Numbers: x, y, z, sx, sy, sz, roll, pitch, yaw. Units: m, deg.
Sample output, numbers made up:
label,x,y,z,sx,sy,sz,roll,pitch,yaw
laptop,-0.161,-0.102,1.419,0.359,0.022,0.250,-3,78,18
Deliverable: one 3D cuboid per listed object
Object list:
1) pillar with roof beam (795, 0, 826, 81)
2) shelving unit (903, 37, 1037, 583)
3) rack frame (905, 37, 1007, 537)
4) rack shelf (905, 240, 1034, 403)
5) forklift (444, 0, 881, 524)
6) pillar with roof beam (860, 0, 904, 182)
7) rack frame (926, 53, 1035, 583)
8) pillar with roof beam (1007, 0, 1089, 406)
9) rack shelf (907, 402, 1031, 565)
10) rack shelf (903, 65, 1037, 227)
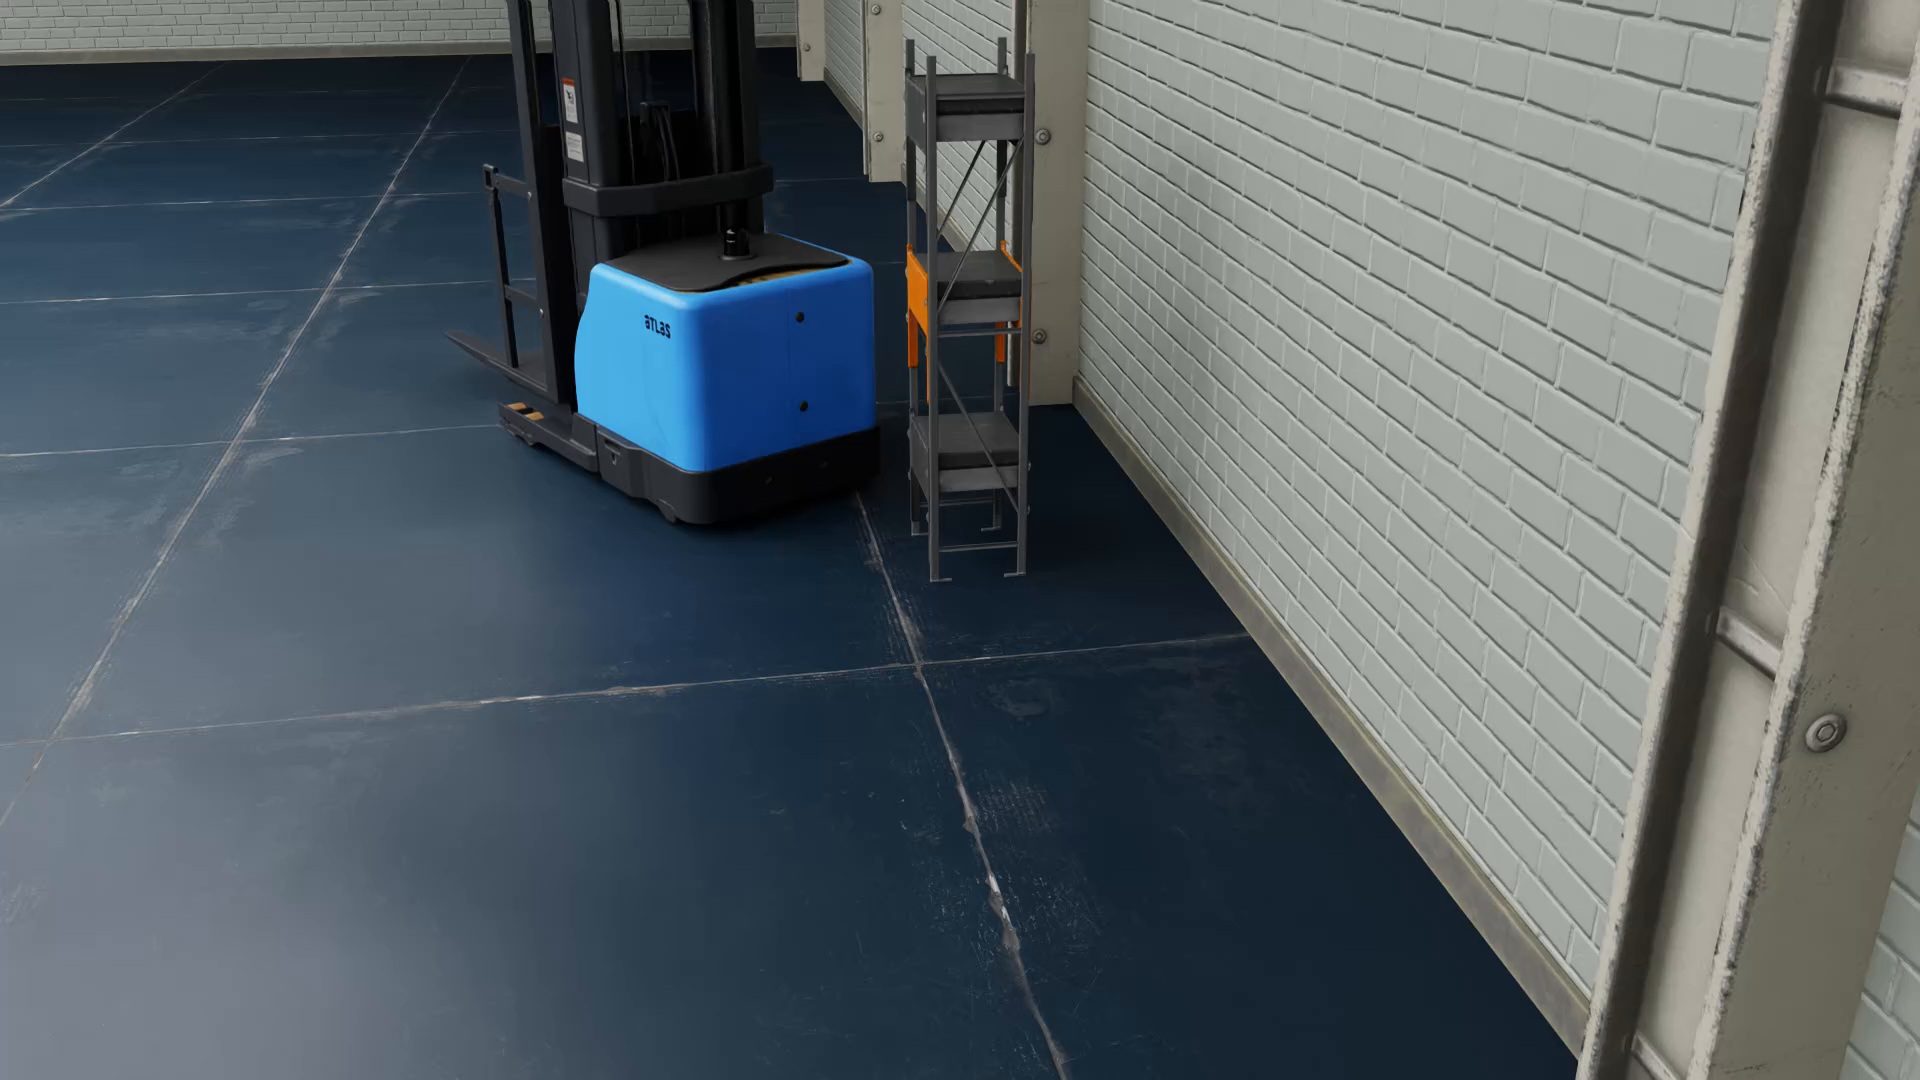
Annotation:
label,x,y,z,sx,sy,sz,roll,pitch,yaw
pillar with roof beam,-5.999,-9.330,17.370,9.100,9.000,0.400,-4,24,-10
shelving unit,0.031,-0.897,6.681,0.431,2.100,0.503,-4,24,-10
rack frame,-0.015,-0.993,6.900,0.400,2.100,0.015,-4,24,-10
rack shelf,0.031,-0.885,6.686,0.431,0.518,0.480,-4,24,-10
forklift,-1.694,-1.929,8.004,1.130,2.935,3.031,-18,29,-36
pillar with roof beam,-4.890,-6.970,11.967,9.100,9.000,0.400,-4,24,-10
rack frame,0.076,-0.801,6.461,0.400,2.100,0.015,-4,24,-10
pillar with roof beam,-3.780,-4.610,6.563,9.100,9.000,0.400,-4,24,-10
rack shelf,0.031,-0.243,6.966,0.431,0.518,0.480,-4,24,-10
rack shelf,0.031,-1.526,6.406,0.431,0.518,0.480,-4,24,-10
